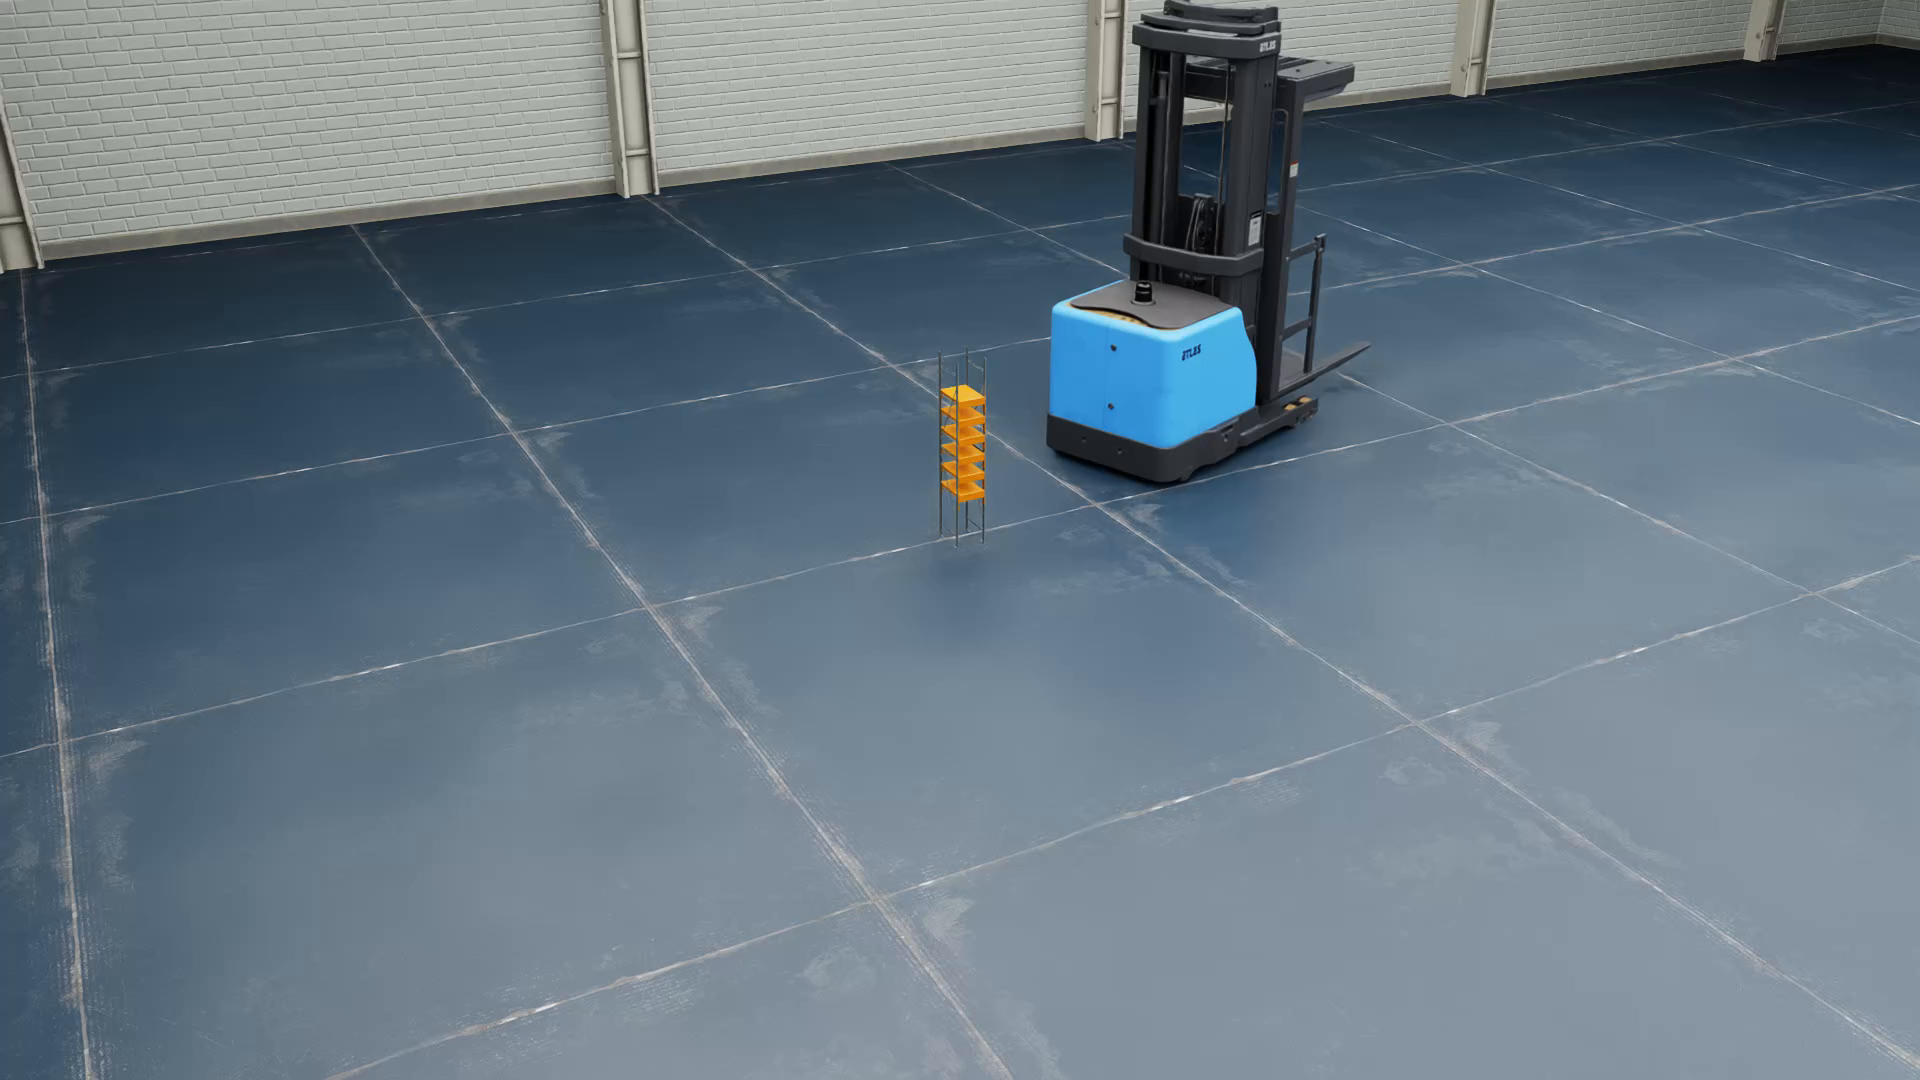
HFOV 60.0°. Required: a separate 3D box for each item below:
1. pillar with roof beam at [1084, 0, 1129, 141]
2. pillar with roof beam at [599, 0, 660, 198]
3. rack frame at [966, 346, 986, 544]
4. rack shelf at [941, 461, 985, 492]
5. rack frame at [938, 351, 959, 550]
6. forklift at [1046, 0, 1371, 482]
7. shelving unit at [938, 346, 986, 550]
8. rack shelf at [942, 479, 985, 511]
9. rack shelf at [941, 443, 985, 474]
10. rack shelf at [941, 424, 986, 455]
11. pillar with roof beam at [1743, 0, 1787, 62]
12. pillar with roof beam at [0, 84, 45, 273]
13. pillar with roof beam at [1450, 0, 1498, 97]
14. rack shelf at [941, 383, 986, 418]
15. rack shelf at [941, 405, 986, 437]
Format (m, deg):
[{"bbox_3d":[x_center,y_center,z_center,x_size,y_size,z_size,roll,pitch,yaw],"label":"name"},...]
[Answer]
[{"bbox_3d":[3.807,-7.418,15.303,0.400,9.000,9.100,-13,29,-25],"label":"pillar with roof beam"},{"bbox_3d":[-1.487,-6.196,12.758,0.400,9.000,9.100,-13,29,-25],"label":"pillar with roof beam"},{"bbox_3d":[0.094,-0.562,10.035,0.006,1.200,0.240,-13,29,-25],"label":"rack frame"},{"bbox_3d":[0.013,-0.396,10.068,0.180,0.103,0.258,-13,29,-25],"label":"rack shelf"},{"bbox_3d":[-0.068,-0.525,9.958,0.006,1.200,0.240,-13,29,-25],"label":"rack frame"},{"bbox_3d":[1.947,-2.255,11.560,1.130,2.935,3.031,21,33,37],"label":"forklift"},{"bbox_3d":[0.013,-0.544,9.996,0.189,1.200,0.258,-13,29,-25],"label":"shelving unit"},{"bbox_3d":[0.013,-0.287,10.120,0.180,0.103,0.258,-13,29,-25],"label":"rack shelf"},{"bbox_3d":[0.013,-0.504,10.016,0.180,0.103,0.258,-13,29,-25],"label":"rack shelf"},{"bbox_3d":[0.013,-0.612,9.964,0.180,0.103,0.258,-13,29,-25],"label":"rack shelf"},{"bbox_3d":[14.396,-9.862,20.393,0.400,9.000,9.100,-13,29,-25],"label":"pillar with roof beam"},{"bbox_3d":[-6.781,-4.974,10.213,0.400,9.000,9.100,-13,29,-25],"label":"pillar with roof beam"},{"bbox_3d":[9.101,-8.640,17.848,0.400,9.000,9.100,-13,29,-25],"label":"pillar with roof beam"},{"bbox_3d":[0.013,-0.828,9.860,0.180,0.103,0.258,-13,29,-25],"label":"rack shelf"},{"bbox_3d":[0.013,-0.720,9.912,0.180,0.103,0.258,-13,29,-25],"label":"rack shelf"}]
